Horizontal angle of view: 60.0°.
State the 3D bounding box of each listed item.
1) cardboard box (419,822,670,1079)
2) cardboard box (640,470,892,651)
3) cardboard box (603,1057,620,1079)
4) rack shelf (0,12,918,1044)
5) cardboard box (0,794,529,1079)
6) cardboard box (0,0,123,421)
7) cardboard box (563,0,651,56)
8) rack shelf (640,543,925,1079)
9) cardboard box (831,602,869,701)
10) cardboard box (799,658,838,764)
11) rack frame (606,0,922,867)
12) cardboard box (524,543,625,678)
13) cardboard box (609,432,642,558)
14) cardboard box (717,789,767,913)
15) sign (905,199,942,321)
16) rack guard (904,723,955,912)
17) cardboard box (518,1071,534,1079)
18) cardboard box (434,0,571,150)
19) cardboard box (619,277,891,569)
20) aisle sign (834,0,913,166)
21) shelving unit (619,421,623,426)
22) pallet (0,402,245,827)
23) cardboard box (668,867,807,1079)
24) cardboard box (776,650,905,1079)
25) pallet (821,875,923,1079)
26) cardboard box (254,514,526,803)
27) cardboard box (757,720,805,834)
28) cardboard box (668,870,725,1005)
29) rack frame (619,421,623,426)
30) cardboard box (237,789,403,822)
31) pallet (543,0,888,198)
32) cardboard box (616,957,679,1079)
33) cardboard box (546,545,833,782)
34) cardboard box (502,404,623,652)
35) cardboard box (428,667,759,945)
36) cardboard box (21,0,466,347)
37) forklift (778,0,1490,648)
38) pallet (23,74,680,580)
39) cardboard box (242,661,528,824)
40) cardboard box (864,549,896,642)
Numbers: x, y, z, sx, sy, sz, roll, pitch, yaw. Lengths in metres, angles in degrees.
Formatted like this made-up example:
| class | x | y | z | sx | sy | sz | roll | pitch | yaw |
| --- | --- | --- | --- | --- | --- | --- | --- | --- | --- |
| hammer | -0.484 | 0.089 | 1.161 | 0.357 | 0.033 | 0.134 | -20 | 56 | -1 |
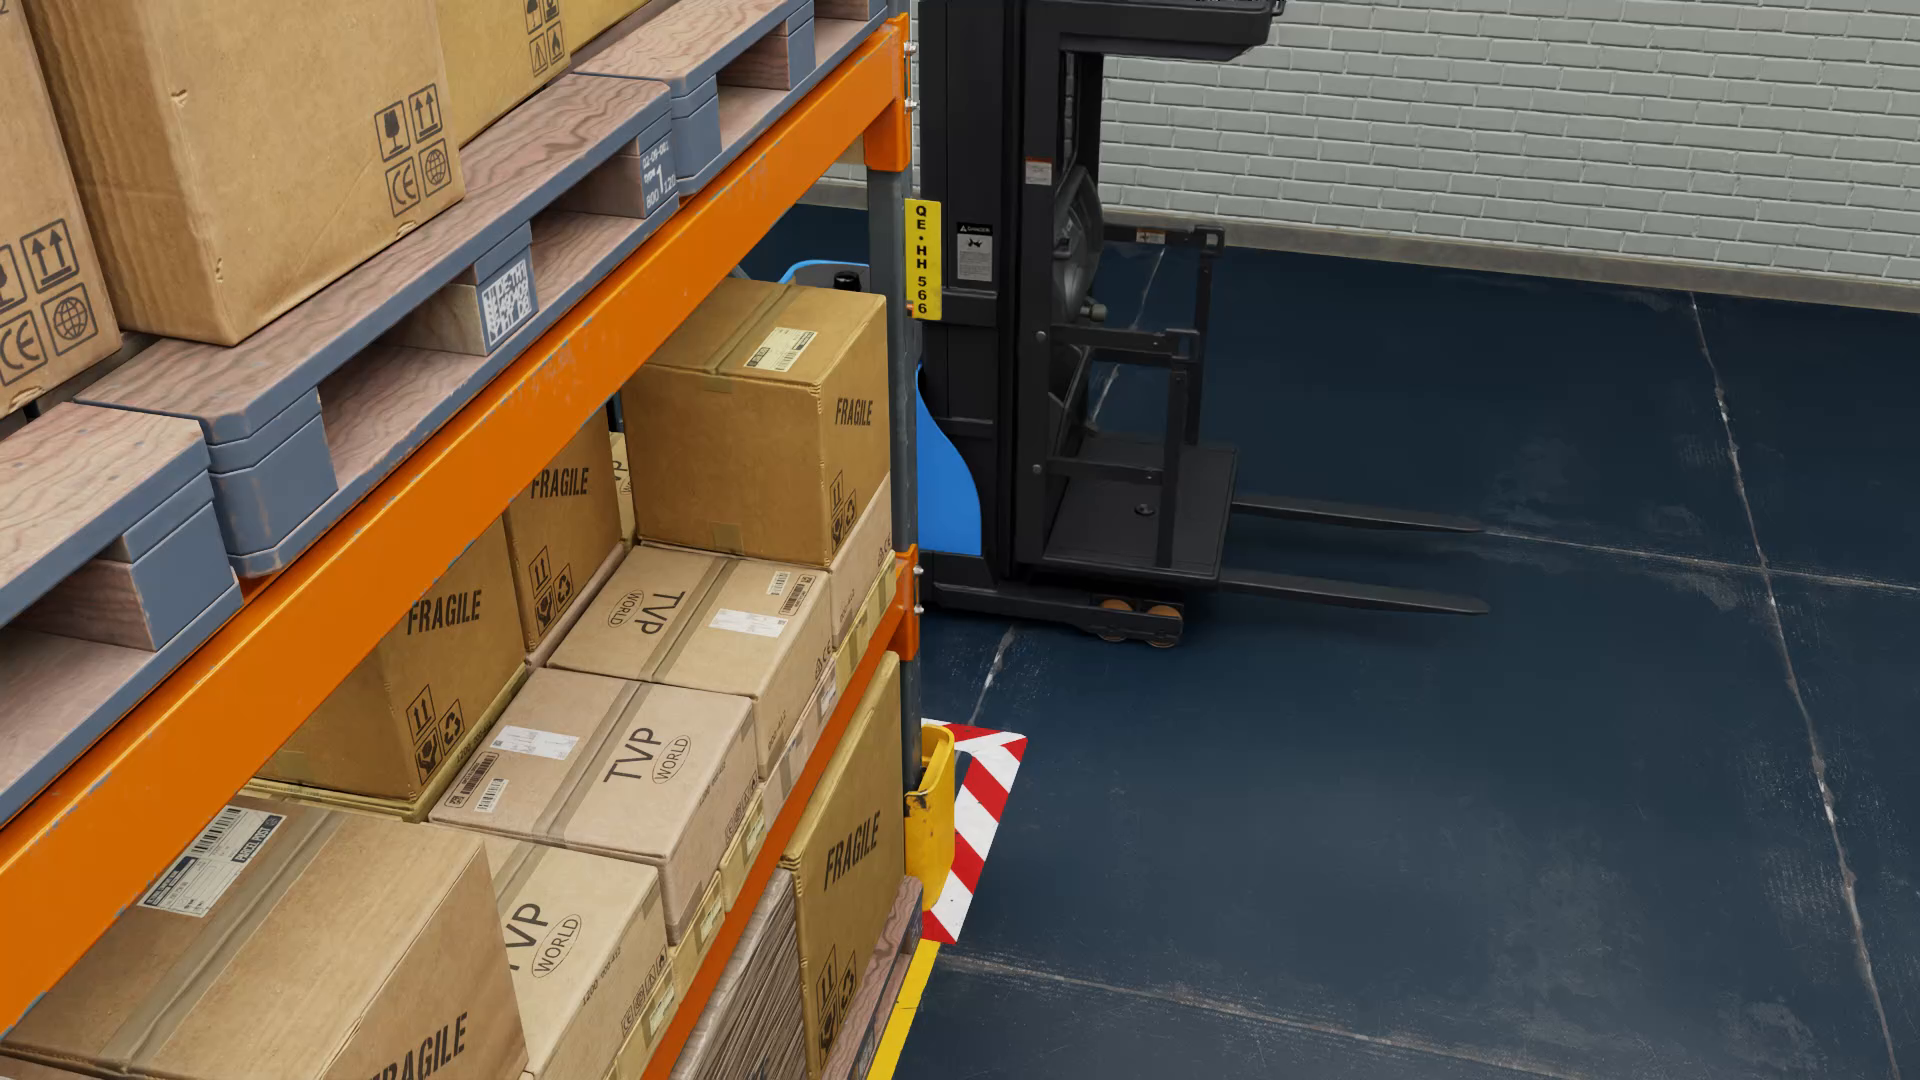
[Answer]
| class | x | y | z | sx | sy | sz | roll | pitch | yaw |
| --- | --- | --- | --- | --- | --- | --- | --- | --- | --- |
| cardboard box | -0.871 | 0.811 | 3.041 | 0.500 | 0.250 | 0.500 | 8 | 33 | 12 |
| cardboard box | -0.485 | 0.013 | 4.297 | 0.500 | 0.250 | 0.500 | 7 | 33 | 12 |
| cardboard box | -0.843 | 1.052 | 3.034 | 0.380 | 0.149 | 0.250 | 7 | 33 | 11 |
| rack shelf | -1.126 | -0.137 | 2.544 | 1.077 | 0.370 | 4.000 | 8 | 33 | 12 |
| cardboard box | -1.005 | 0.745 | 2.445 | 0.500 | 0.500 | 0.500 | 7 | 33 | 11 |
| cardboard box | -1.352 | -0.357 | 1.642 | 0.700 | 0.500 | 0.500 | 10 | 34 | 15 |
| cardboard box | -0.958 | -1.188 | 2.948 | 0.700 | 0.500 | 0.500 | 7 | 33 | 11 |
| rack shelf | -1.126 | 1.129 | 3.349 | 1.077 | 0.370 | 4.000 | 8 | 33 | 12 |
| cardboard box | -0.455 | 0.258 | 4.282 | 0.380 | 0.149 | 0.250 | 8 | 33 | 13 |
| cardboard box | -0.520 | 0.389 | 4.077 | 0.380 | 0.149 | 0.250 | 8 | 33 | 12 |
| rack frame | -0.619 | -0.213 | 4.789 | 1.000 | 3.000 | 0.127 | 8 | 33 | 12 |
| cardboard box | -1.127 | 0.208 | 3.989 | 0.500 | 0.250 | 0.500 | 8 | 33 | 12 |
| cardboard box | -1.002 | -0.063 | 4.415 | 0.500 | 0.250 | 0.500 | 7 | 33 | 11 |
| cardboard box | -0.648 | 0.653 | 3.661 | 0.380 | 0.149 | 0.250 | 7 | 33 | 11 |
| sign | -0.097 | -0.720 | 4.287 | 0.100 | 0.325 | 0.005 | 8 | 33 | 12 |
| rack guard | -0.613 | 0.830 | 5.479 | 1.175 | 0.500 | 0.348 | 8 | 33 | 12 |
| cardboard box | -1.004 | 1.066 | 2.640 | 0.500 | 0.250 | 0.500 | 9 | 33 | 14 |
| cardboard box | -1.042 | -0.913 | 2.516 | 0.700 | 0.500 | 0.500 | 6 | 33 | 9 |
| cardboard box | -0.488 | -0.303 | 4.094 | 0.500 | 0.500 | 0.500 | 8 | 33 | 13 |
| aisle sign | -0.310 | -1.306 | 4.086 | 0.394 | 0.787 | 0.004 | 8 | 33 | 12 |
| shelving unit | -1.048 | -0.240 | 6.230 | 0.587 | 1.500 | 1.083 | -21 | 38 | -29 |
| pallet | -1.416 | 0.211 | 1.408 | 1.003 | 0.211 | 1.213 | 8 | 33 | 12 |
| cardboard box | -0.935 | 1.322 | 3.964 | 0.875 | 0.875 | 0.875 | 8 | 33 | 12 |
| cardboard box | -0.704 | 0.850 | 4.707 | 0.875 | 0.875 | 0.875 | 8 | 33 | 12 |
| pallet | -0.746 | 1.390 | 4.867 | 1.003 | 0.211 | 1.213 | 8 | 33 | 12 |
| cardboard box | -1.254 | 0.150 | 3.382 | 0.500 | 0.500 | 0.500 | 7 | 33 | 11 |
| cardboard box | -0.584 | 0.518 | 3.873 | 0.380 | 0.149 | 0.250 | 9 | 33 | 13 |
| cardboard box | -0.714 | 0.788 | 3.449 | 0.380 | 0.149 | 0.250 | 8 | 33 | 13 |
| rack frame | -1.337 | -0.458 | 6.573 | 0.500 | 1.500 | 0.032 | -21 | 38 | -29 |
| cardboard box | -1.385 | 0.740 | 3.153 | 0.500 | 0.250 | 0.500 | 7 | 33 | 11 |
| pallet | -0.797 | -1.055 | 3.400 | 1.003 | 0.211 | 1.213 | 8 | 33 | 12 |
| cardboard box | -0.779 | 0.916 | 3.247 | 0.380 | 0.149 | 0.250 | 9 | 33 | 13 |
| cardboard box | -0.614 | 0.276 | 3.883 | 0.500 | 0.250 | 0.500 | 7 | 33 | 12 |
| cardboard box | -1.128 | -0.120 | 3.806 | 0.500 | 0.500 | 0.500 | 7 | 33 | 11 |
| cardboard box | -0.743 | 0.540 | 3.467 | 0.500 | 0.250 | 0.500 | 7 | 33 | 11 |
| cardboard box | -1.082 | -0.609 | 2.039 | 0.700 | 0.500 | 0.500 | 9 | 34 | 14 |
| forklift | 0.637 | -1.124 | 6.286 | 3.031 | 2.935 | 1.130 | 7 | 33 | 11 |
| pallet | -1.104 | -0.420 | 2.401 | 1.003 | 0.211 | 1.213 | 8 | 33 | 12 |
| cardboard box | -1.258 | 0.468 | 3.580 | 0.500 | 0.250 | 0.500 | 7 | 33 | 11 |
| cardboard box | -0.390 | 0.123 | 4.495 | 0.380 | 0.149 | 0.250 | 9 | 33 | 13 |
